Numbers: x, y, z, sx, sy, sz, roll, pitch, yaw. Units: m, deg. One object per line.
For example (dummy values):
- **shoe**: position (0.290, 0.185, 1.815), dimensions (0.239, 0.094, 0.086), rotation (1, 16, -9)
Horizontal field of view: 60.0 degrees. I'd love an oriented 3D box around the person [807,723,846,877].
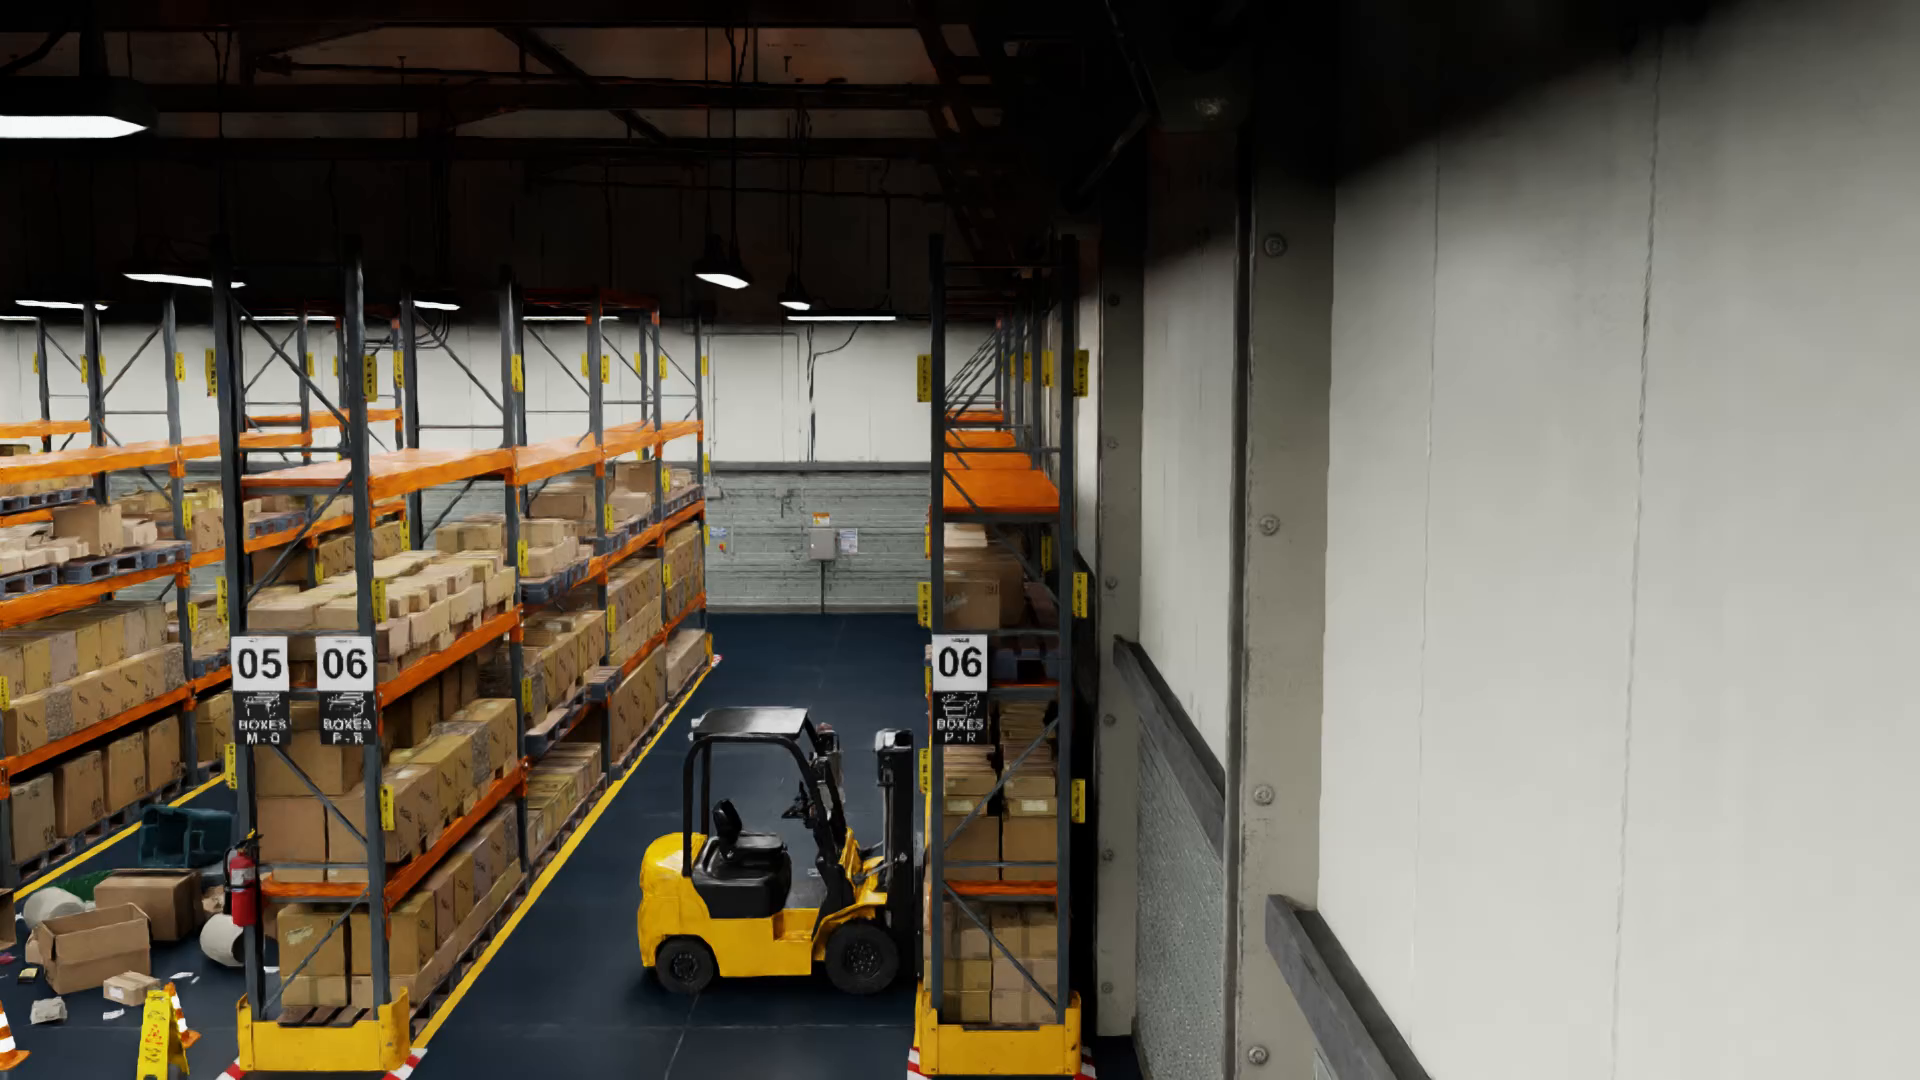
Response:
- **person**: position (-1.317, 2.570, 16.261), dimensions (0.532, 1.591, 0.514), rotation (3, 7, 26)
